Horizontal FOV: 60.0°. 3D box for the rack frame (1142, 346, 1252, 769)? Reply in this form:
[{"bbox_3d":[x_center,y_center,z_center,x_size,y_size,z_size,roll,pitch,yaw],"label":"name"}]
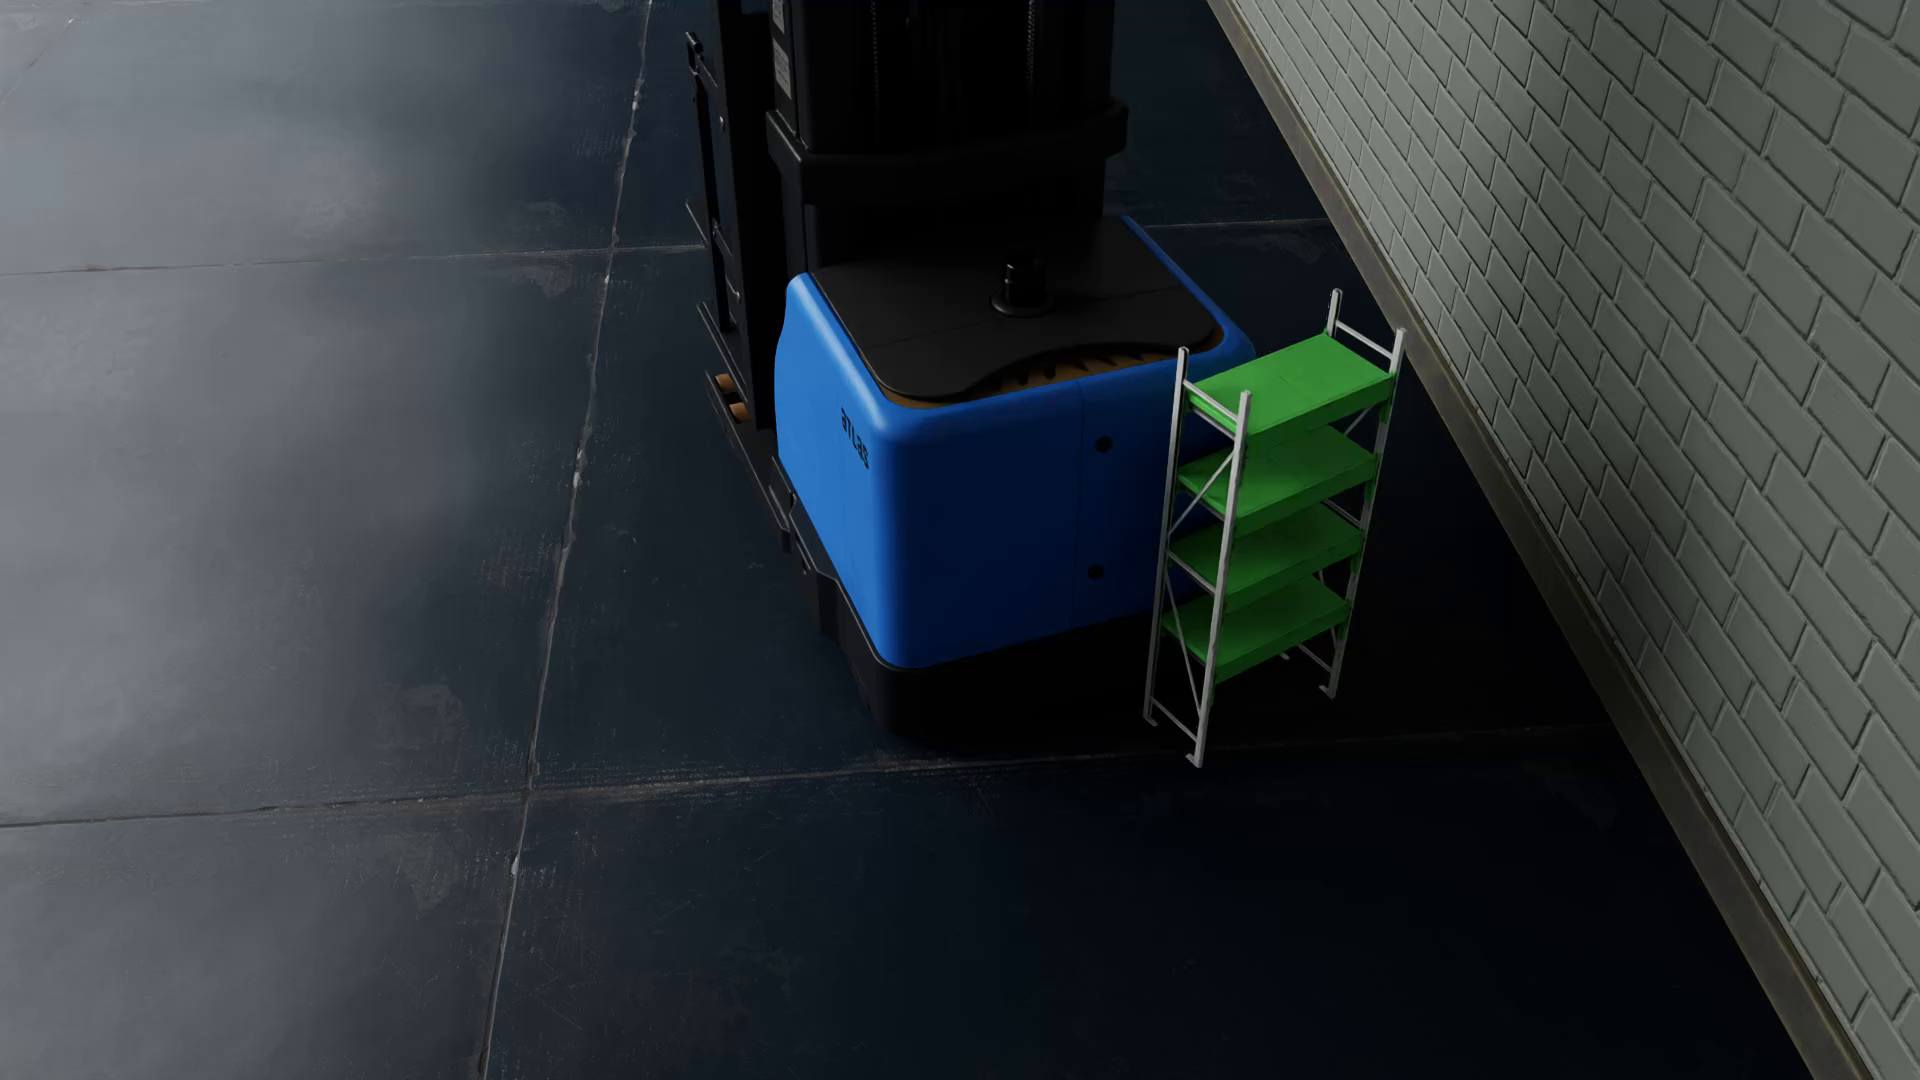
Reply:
[{"bbox_3d":[0.581,0.081,4.177,0.015,1.200,0.240,-22,44,-26],"label":"rack frame"}]

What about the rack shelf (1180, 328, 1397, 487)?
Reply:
[{"bbox_3d":[0.786,-0.328,4.024,0.480,0.148,0.258,-22,44,-26],"label":"rack shelf"}]

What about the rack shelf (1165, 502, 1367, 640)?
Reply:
[{"bbox_3d":[0.784,0.047,4.323,0.480,0.148,0.258,-22,44,-26],"label":"rack shelf"}]

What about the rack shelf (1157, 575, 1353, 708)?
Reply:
[{"bbox_3d":[0.784,0.235,4.473,0.480,0.148,0.258,-22,44,-26],"label":"rack shelf"}]

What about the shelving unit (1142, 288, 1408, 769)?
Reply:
[{"bbox_3d":[0.785,-0.003,4.284,0.503,1.200,0.258,-22,44,-26],"label":"shelving unit"}]

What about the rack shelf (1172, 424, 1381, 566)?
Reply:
[{"bbox_3d":[0.785,-0.140,4.174,0.480,0.148,0.258,-22,44,-26],"label":"rack shelf"}]

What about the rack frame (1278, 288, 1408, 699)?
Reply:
[{"bbox_3d":[0.988,-0.086,4.390,0.015,1.200,0.240,-22,44,-26],"label":"rack frame"}]

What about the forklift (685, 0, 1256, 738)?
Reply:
[{"bbox_3d":[-0.235,-1.535,4.829,1.130,2.935,3.031,-13,40,-16],"label":"forklift"}]
